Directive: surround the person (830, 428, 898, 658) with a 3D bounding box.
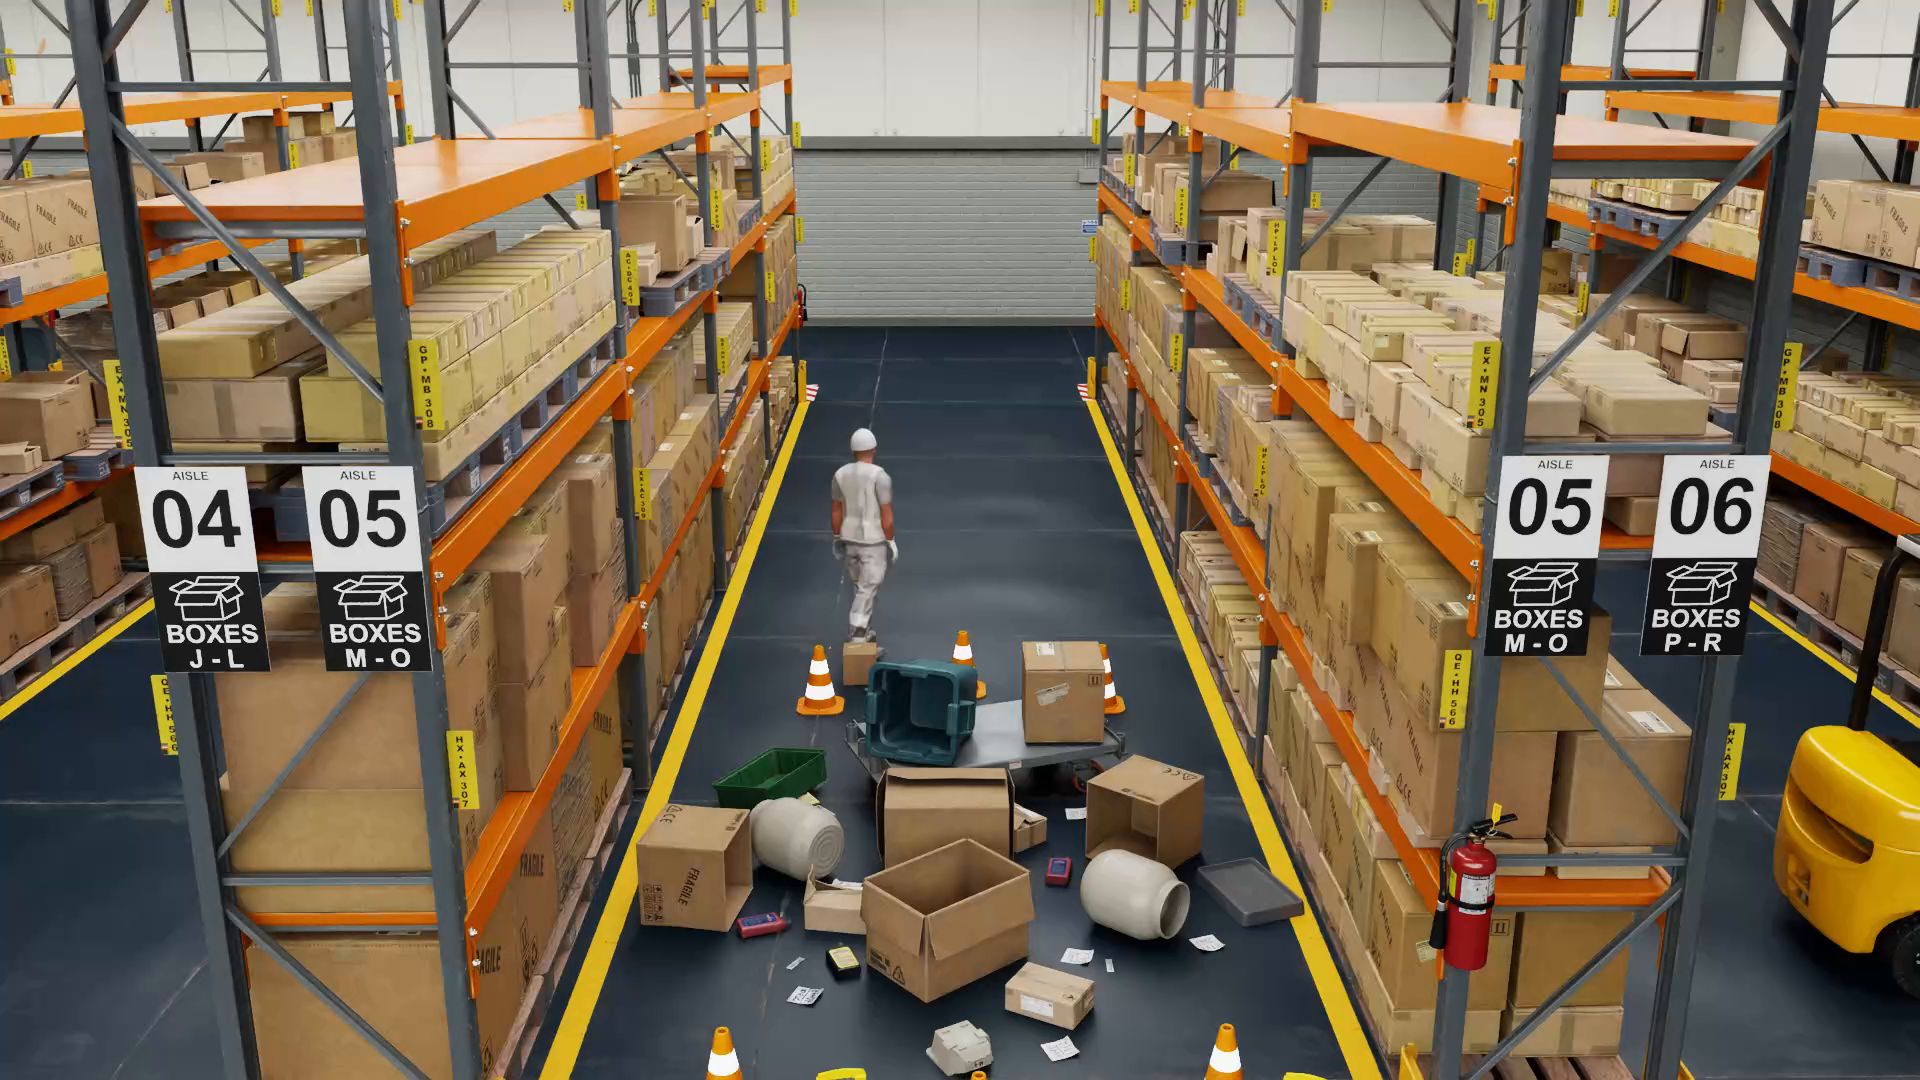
[{"bbox_3d":[-0.754,0.025,12.928,0.566,1.781,0.576,11,20,32],"label":"person"}]
